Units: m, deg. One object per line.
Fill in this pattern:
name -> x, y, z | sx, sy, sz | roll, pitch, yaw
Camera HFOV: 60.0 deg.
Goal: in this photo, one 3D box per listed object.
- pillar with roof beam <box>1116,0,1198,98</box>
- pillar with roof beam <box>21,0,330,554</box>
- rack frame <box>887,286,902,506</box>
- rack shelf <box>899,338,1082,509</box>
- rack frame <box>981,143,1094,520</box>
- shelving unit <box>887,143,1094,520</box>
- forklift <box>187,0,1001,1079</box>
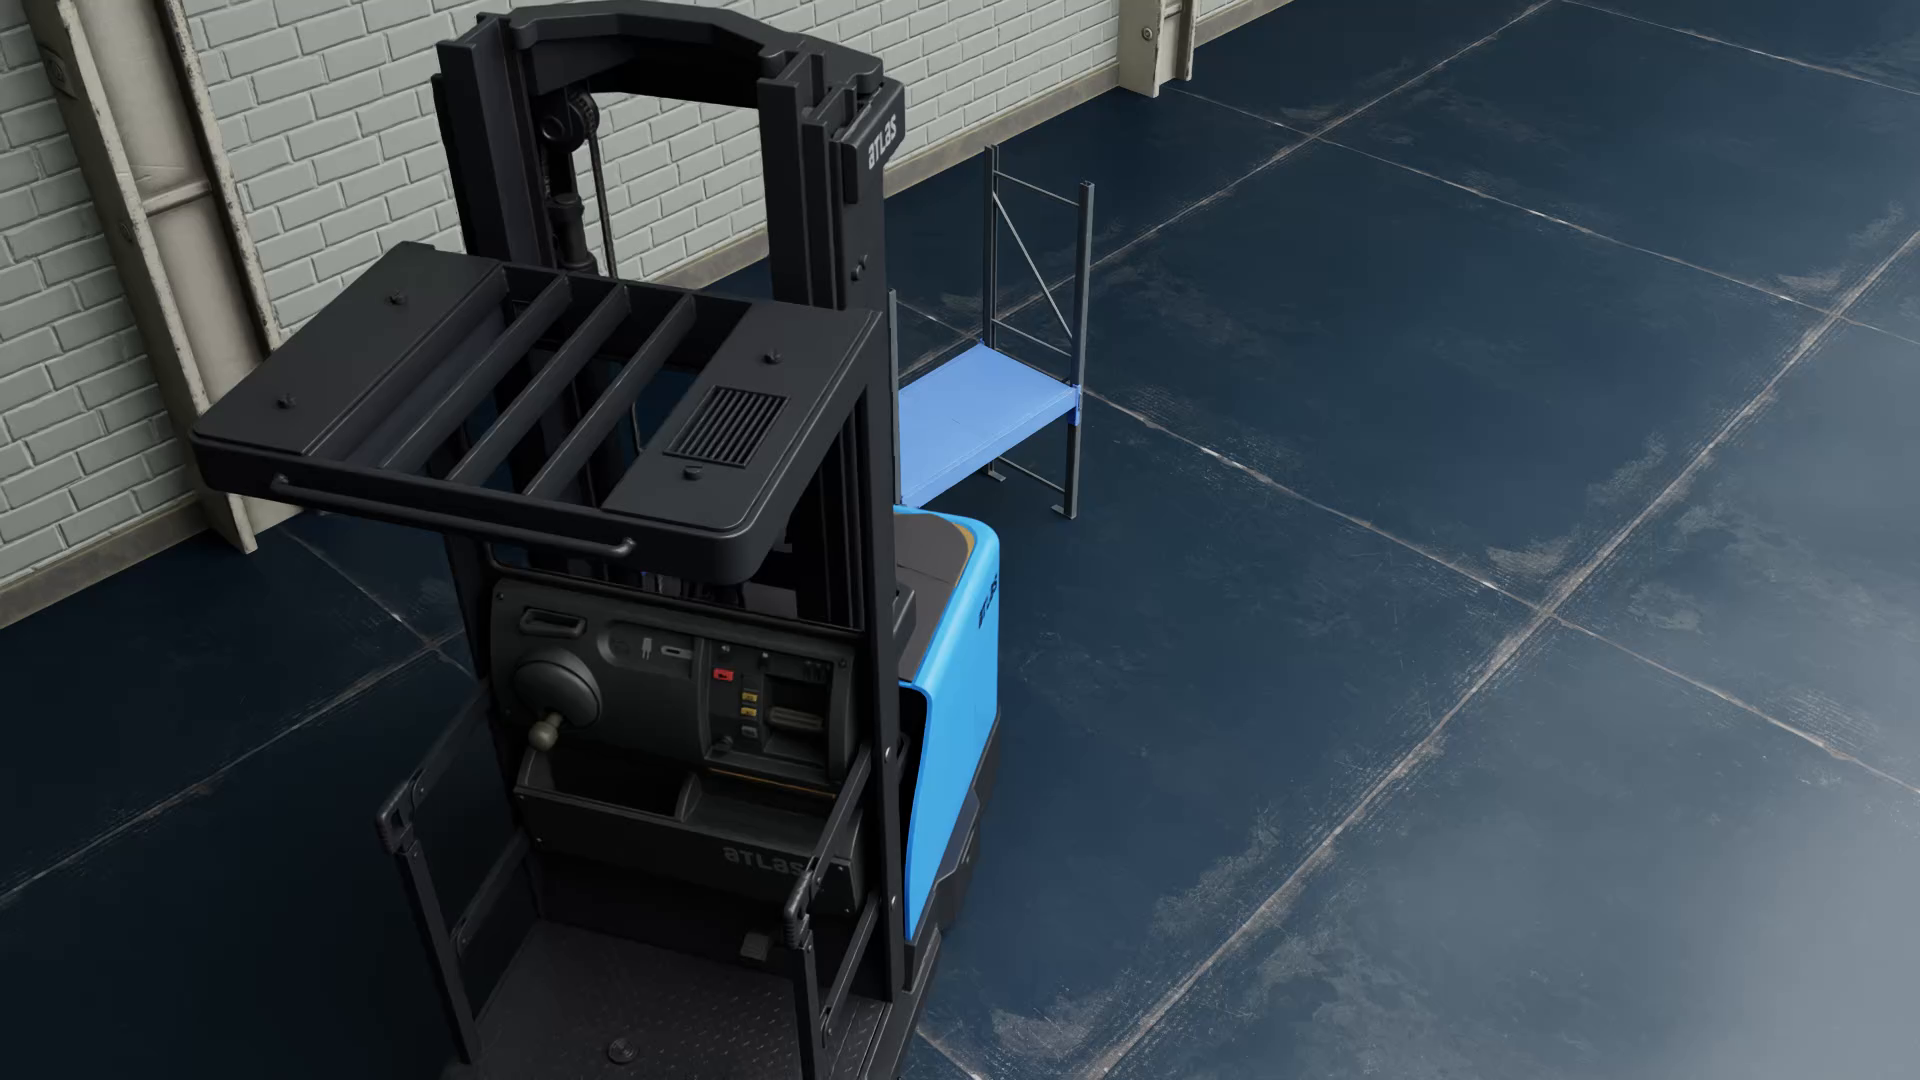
pillar with roof beam -> 4.377, -4.567, 5.263 | 9.100, 9.000, 0.400 | 30, 47, 32
pillar with roof beam -> 0.329, -1.811, 1.797 | 9.100, 9.000, 0.400 | 30, 47, 32
rack frame -> -0.400, -0.314, 5.940 | 0.500, 1.500, 0.032 | 30, 47, 32
rack shelf -> -0.058, -0.407, 6.346 | 0.538, 0.185, 1.000 | 30, 47, 32
rack frame -> 0.285, -0.781, 6.528 | 0.500, 1.500, 0.032 | 30, 47, 32
shelving unit -> -0.058, -0.548, 6.234 | 0.538, 1.500, 1.048 | 30, 47, 32
forklift -> -0.759, 0.437, 3.846 | 1.130, 2.935, 3.031 | 10, 40, 12
